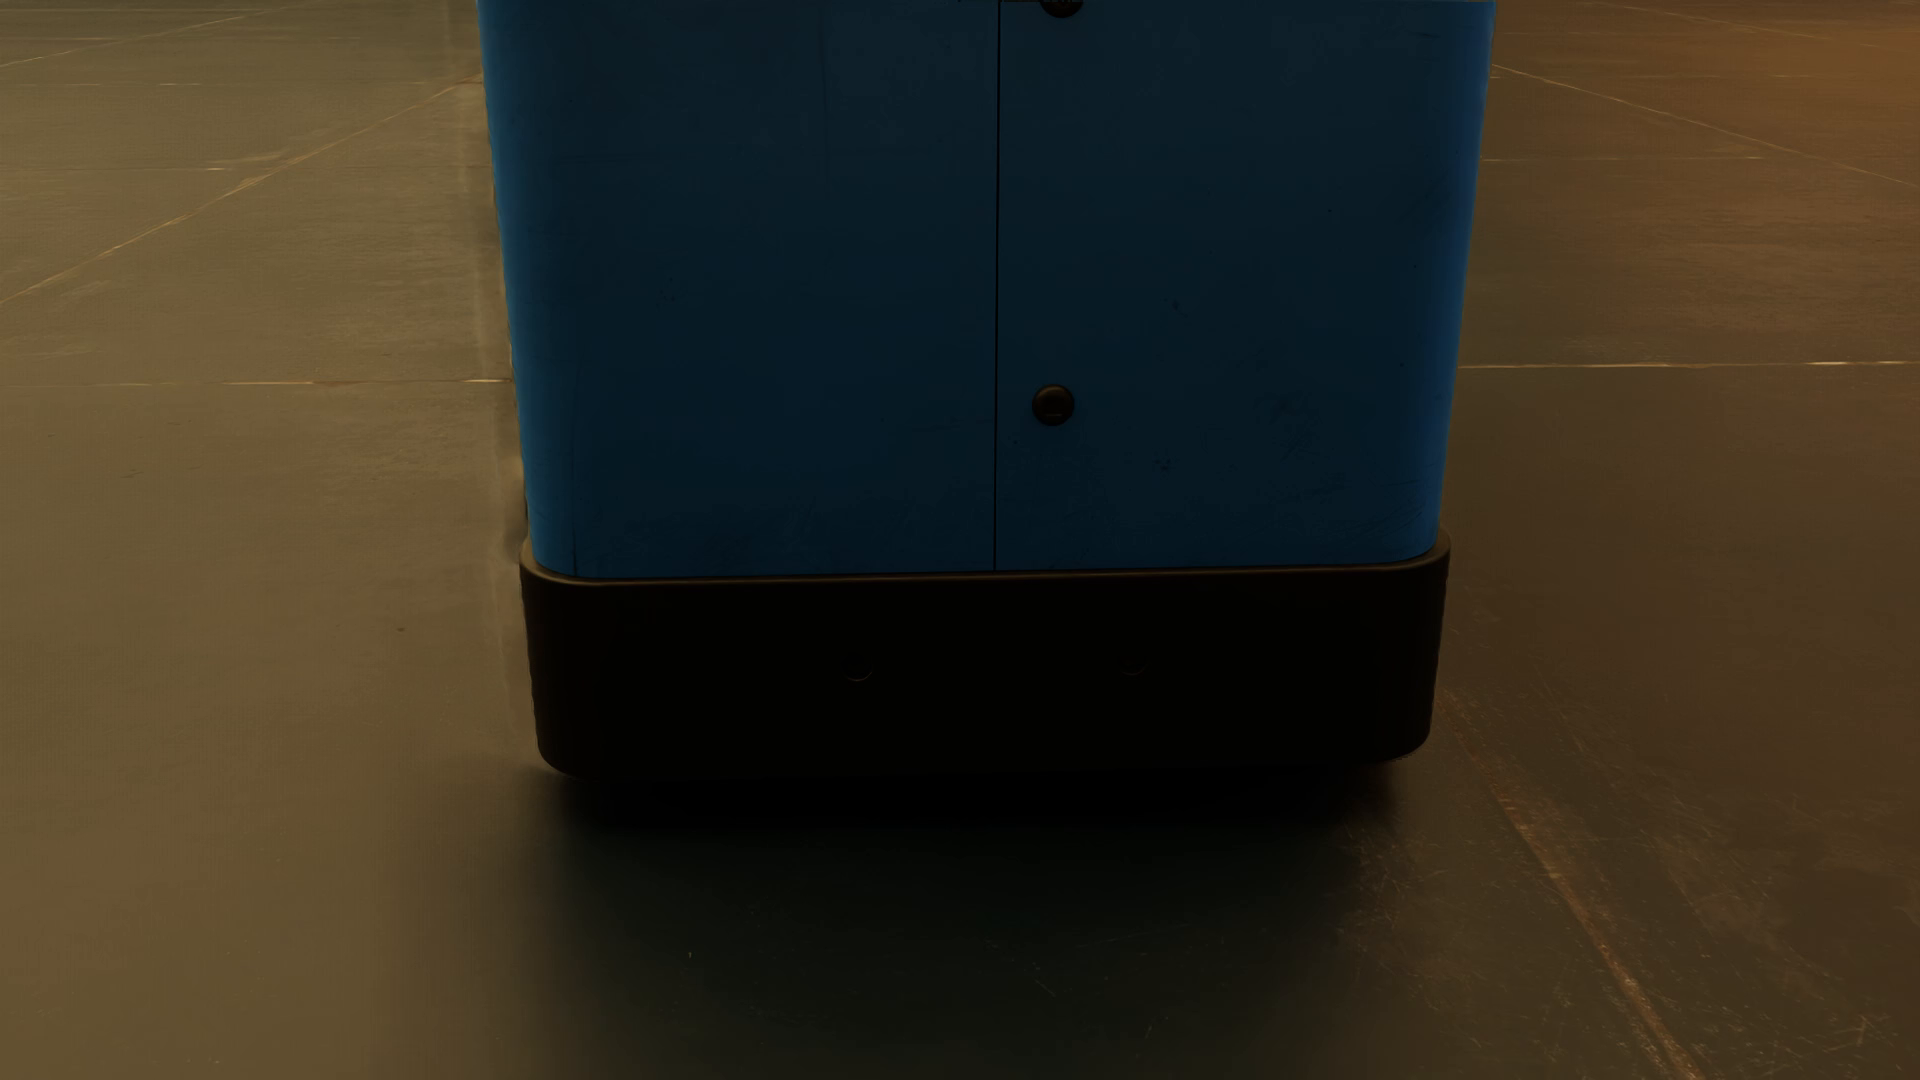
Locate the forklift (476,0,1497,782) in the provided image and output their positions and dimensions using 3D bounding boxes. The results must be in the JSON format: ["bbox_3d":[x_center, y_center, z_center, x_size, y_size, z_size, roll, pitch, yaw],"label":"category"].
[{"bbox_3d":[-0.039,-1.587,2.769,1.130,2.935,3.031,-1,21,-3],"label":"forklift"}]
